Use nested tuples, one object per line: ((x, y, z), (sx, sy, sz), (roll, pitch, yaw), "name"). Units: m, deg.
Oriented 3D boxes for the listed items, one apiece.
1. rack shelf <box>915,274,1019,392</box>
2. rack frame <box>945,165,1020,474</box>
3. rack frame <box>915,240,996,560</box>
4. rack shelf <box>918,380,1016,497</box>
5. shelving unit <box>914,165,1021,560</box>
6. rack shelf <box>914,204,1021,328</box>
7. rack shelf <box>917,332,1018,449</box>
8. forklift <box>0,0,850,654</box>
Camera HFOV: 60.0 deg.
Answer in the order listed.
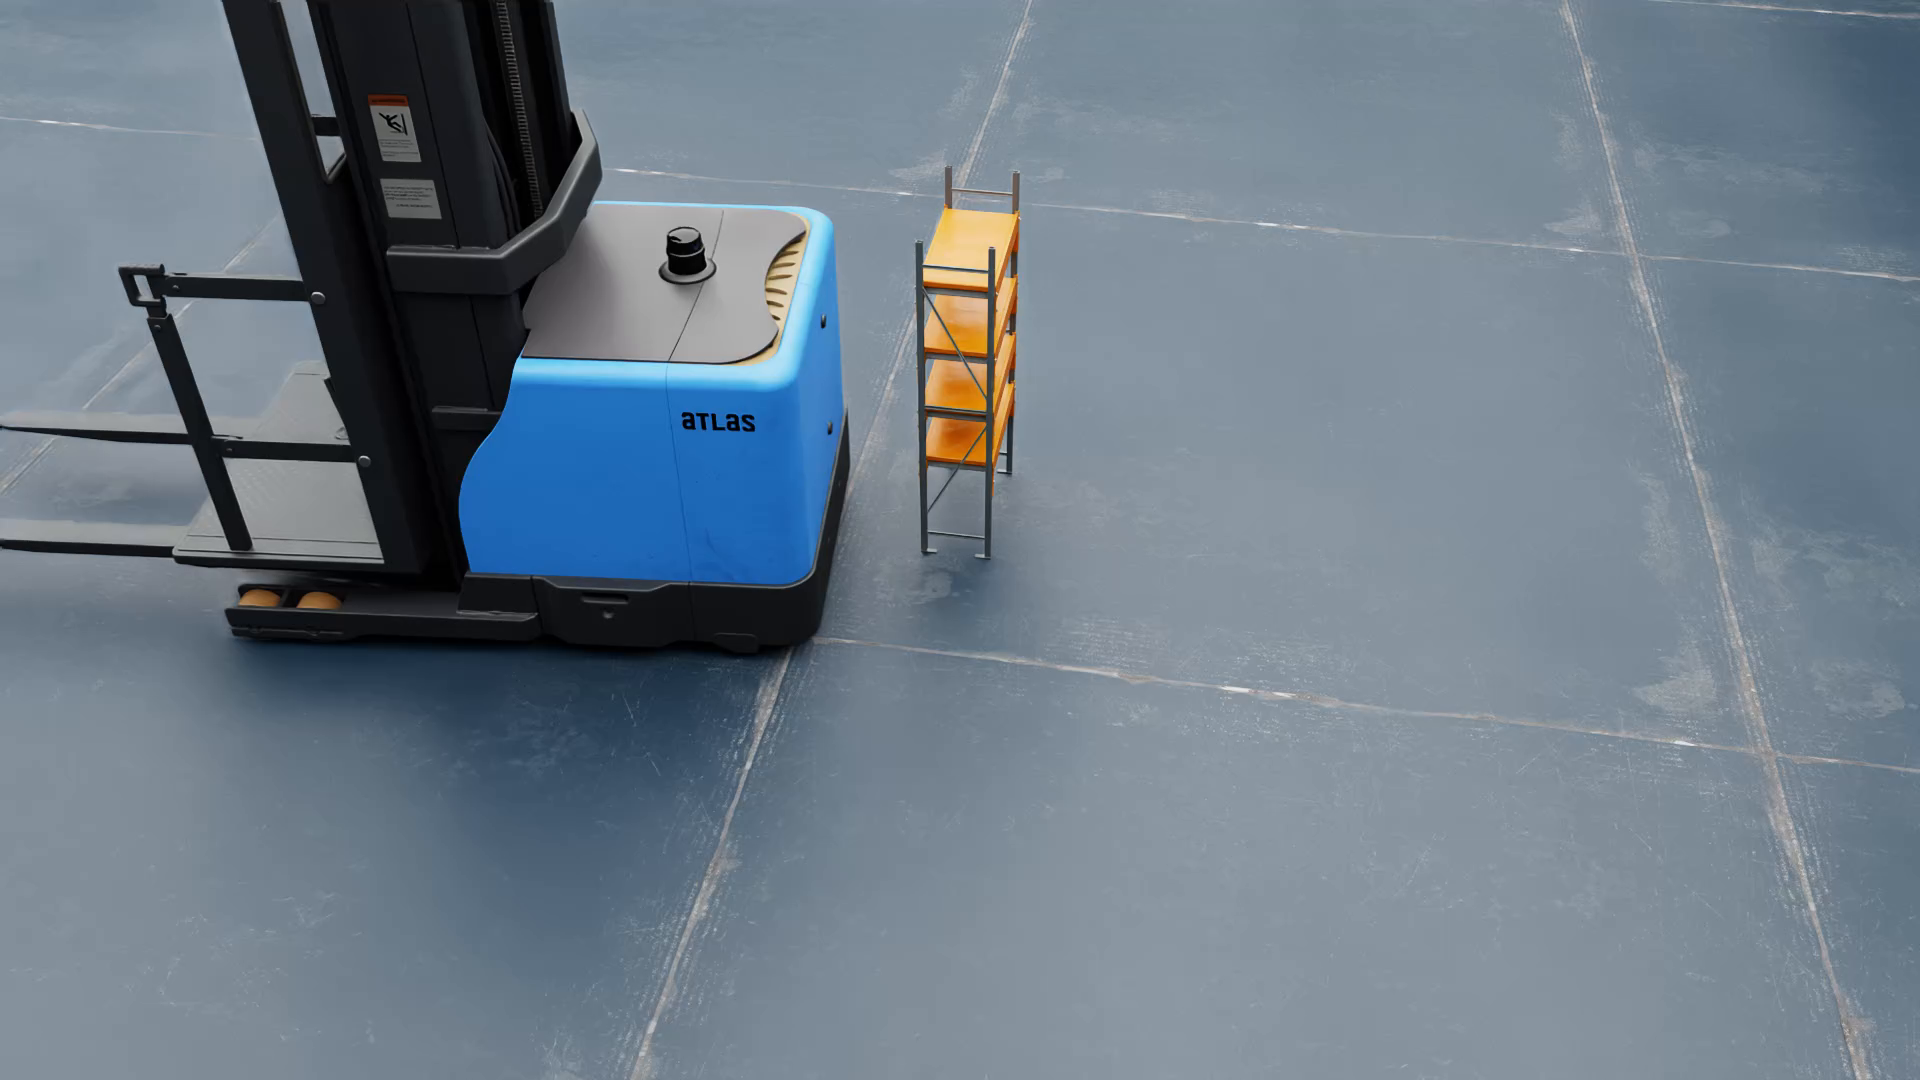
((0.029, -0.687, 5.394), (0.258, 0.148, 0.480), (6, 40, 8), "rack shelf")
((0.071, -0.719, 5.679), (0.240, 1.200, 0.015), (6, 40, 8), "rack frame")
((-0.014, -0.413, 5.308), (0.240, 1.200, 0.015), (6, 40, 8), "rack frame")
((0.029, -0.361, 5.663), (0.258, 0.148, 0.480), (6, 40, 8), "rack shelf")
((0.029, -0.566, 5.493), (0.258, 1.200, 0.503), (6, 40, 8), "shelving unit")
((0.029, -0.869, 5.243), (0.258, 0.148, 0.480), (6, 40, 8), "rack shelf")
((0.029, -0.514, 5.536), (0.258, 0.148, 0.480), (6, 40, 8), "rack shelf")
((-1.932, -1.133, 4.820), (3.031, 2.935, 1.130), (2, 40, 3), "forklift")
